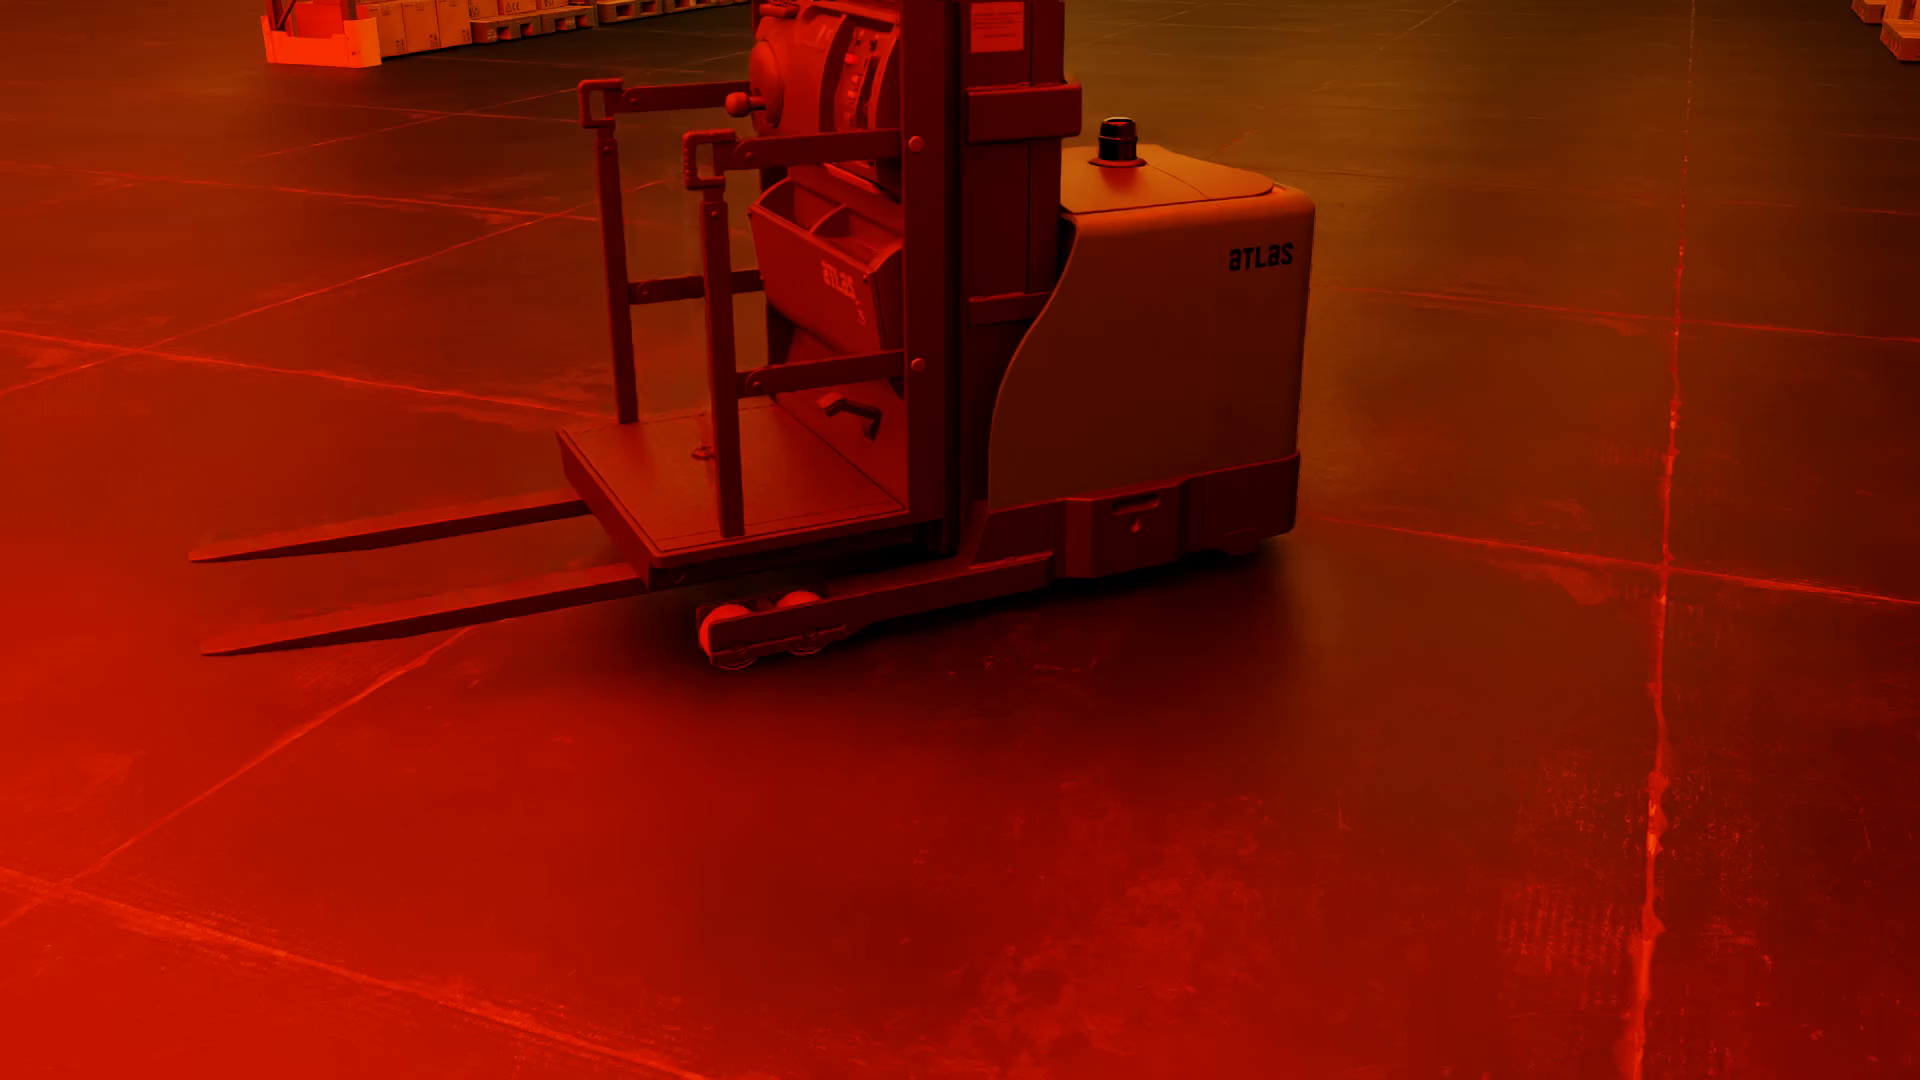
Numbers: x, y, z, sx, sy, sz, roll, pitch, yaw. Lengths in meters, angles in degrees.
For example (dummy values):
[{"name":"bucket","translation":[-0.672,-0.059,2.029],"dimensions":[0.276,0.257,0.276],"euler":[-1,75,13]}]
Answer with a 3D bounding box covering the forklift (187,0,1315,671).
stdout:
[{"name":"forklift","translation":[-0.549,-1.248,4.279],"dimensions":[3.031,2.935,1.130],"euler":[-10,25,-23]}]
